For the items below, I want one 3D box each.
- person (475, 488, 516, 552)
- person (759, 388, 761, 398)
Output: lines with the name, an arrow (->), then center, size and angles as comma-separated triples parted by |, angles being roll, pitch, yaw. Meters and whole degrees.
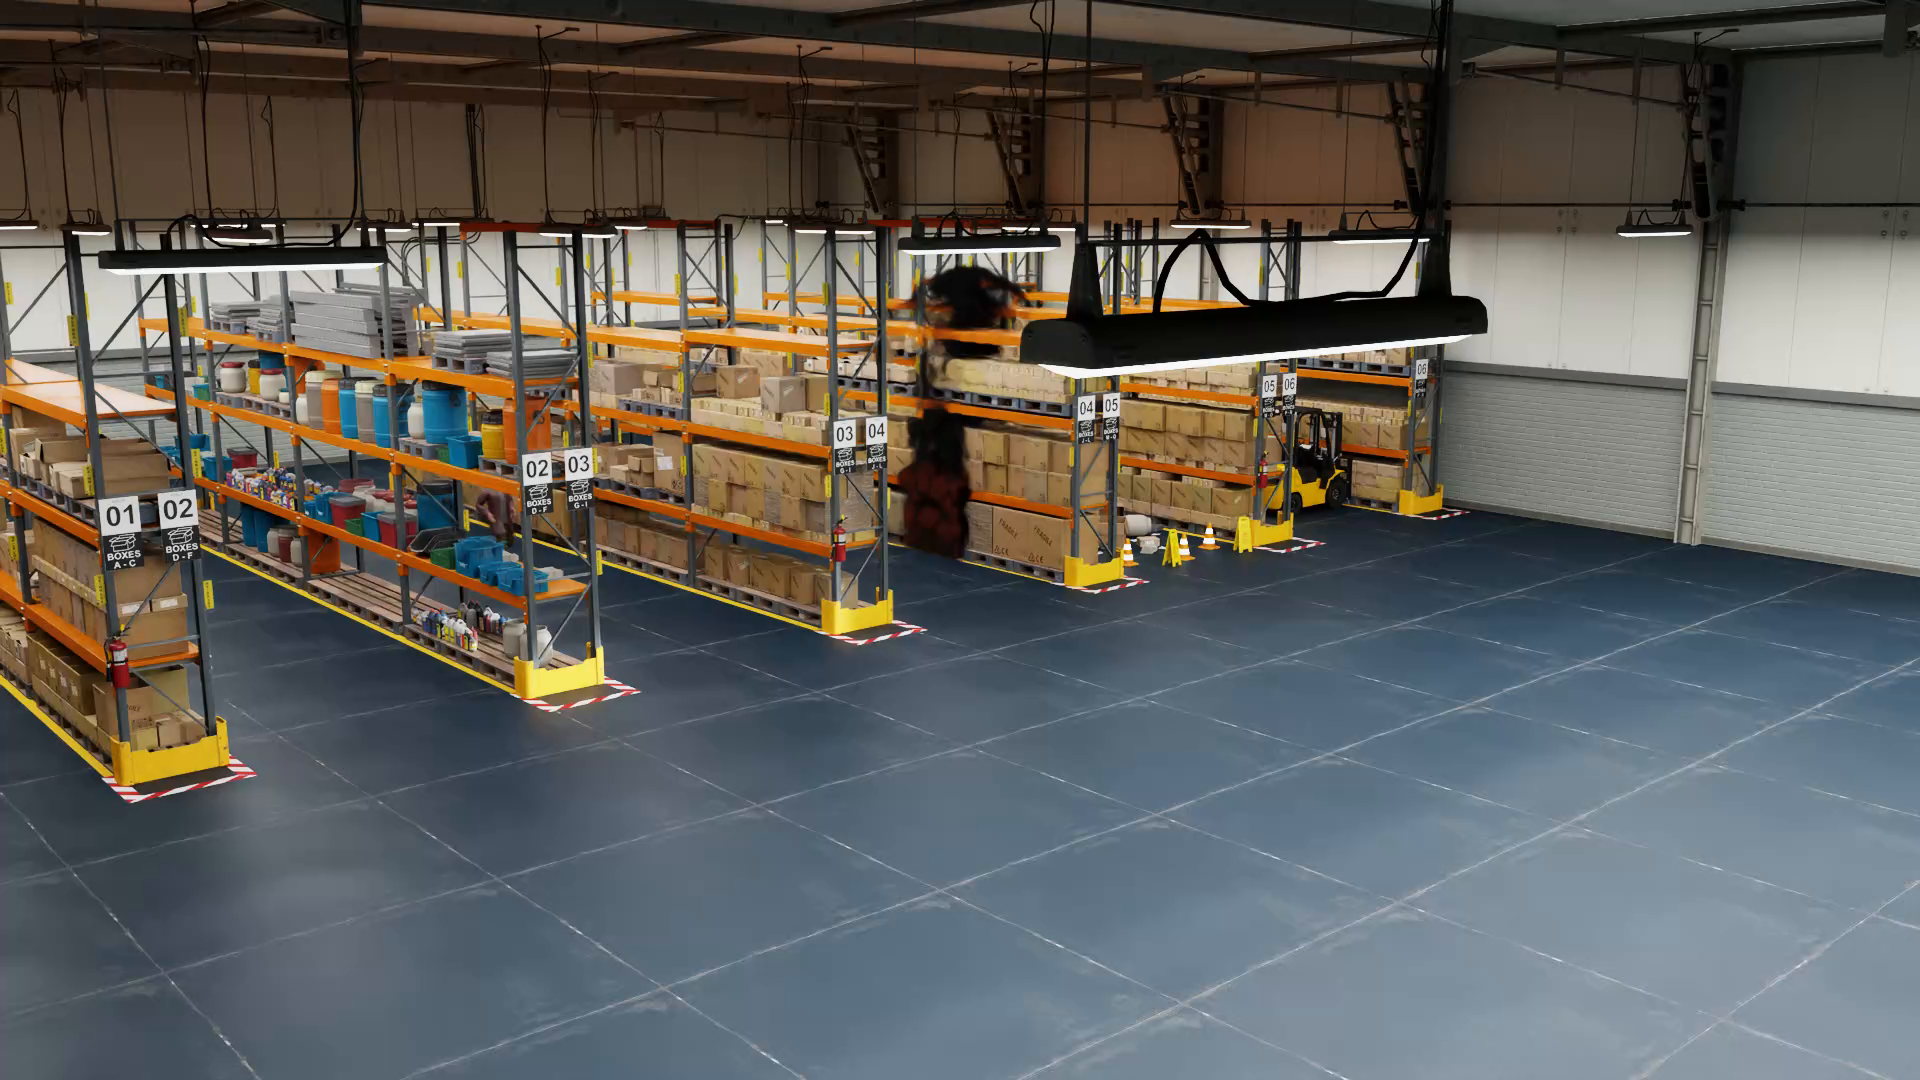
person -> -8.081, -0.324, 29.079 | 0.826, 1.735, 0.715 | 9, 15, 39
person -> -5.423, -3.308, 44.393 | 0.472, 1.540, 0.578 | -1, 12, -7
